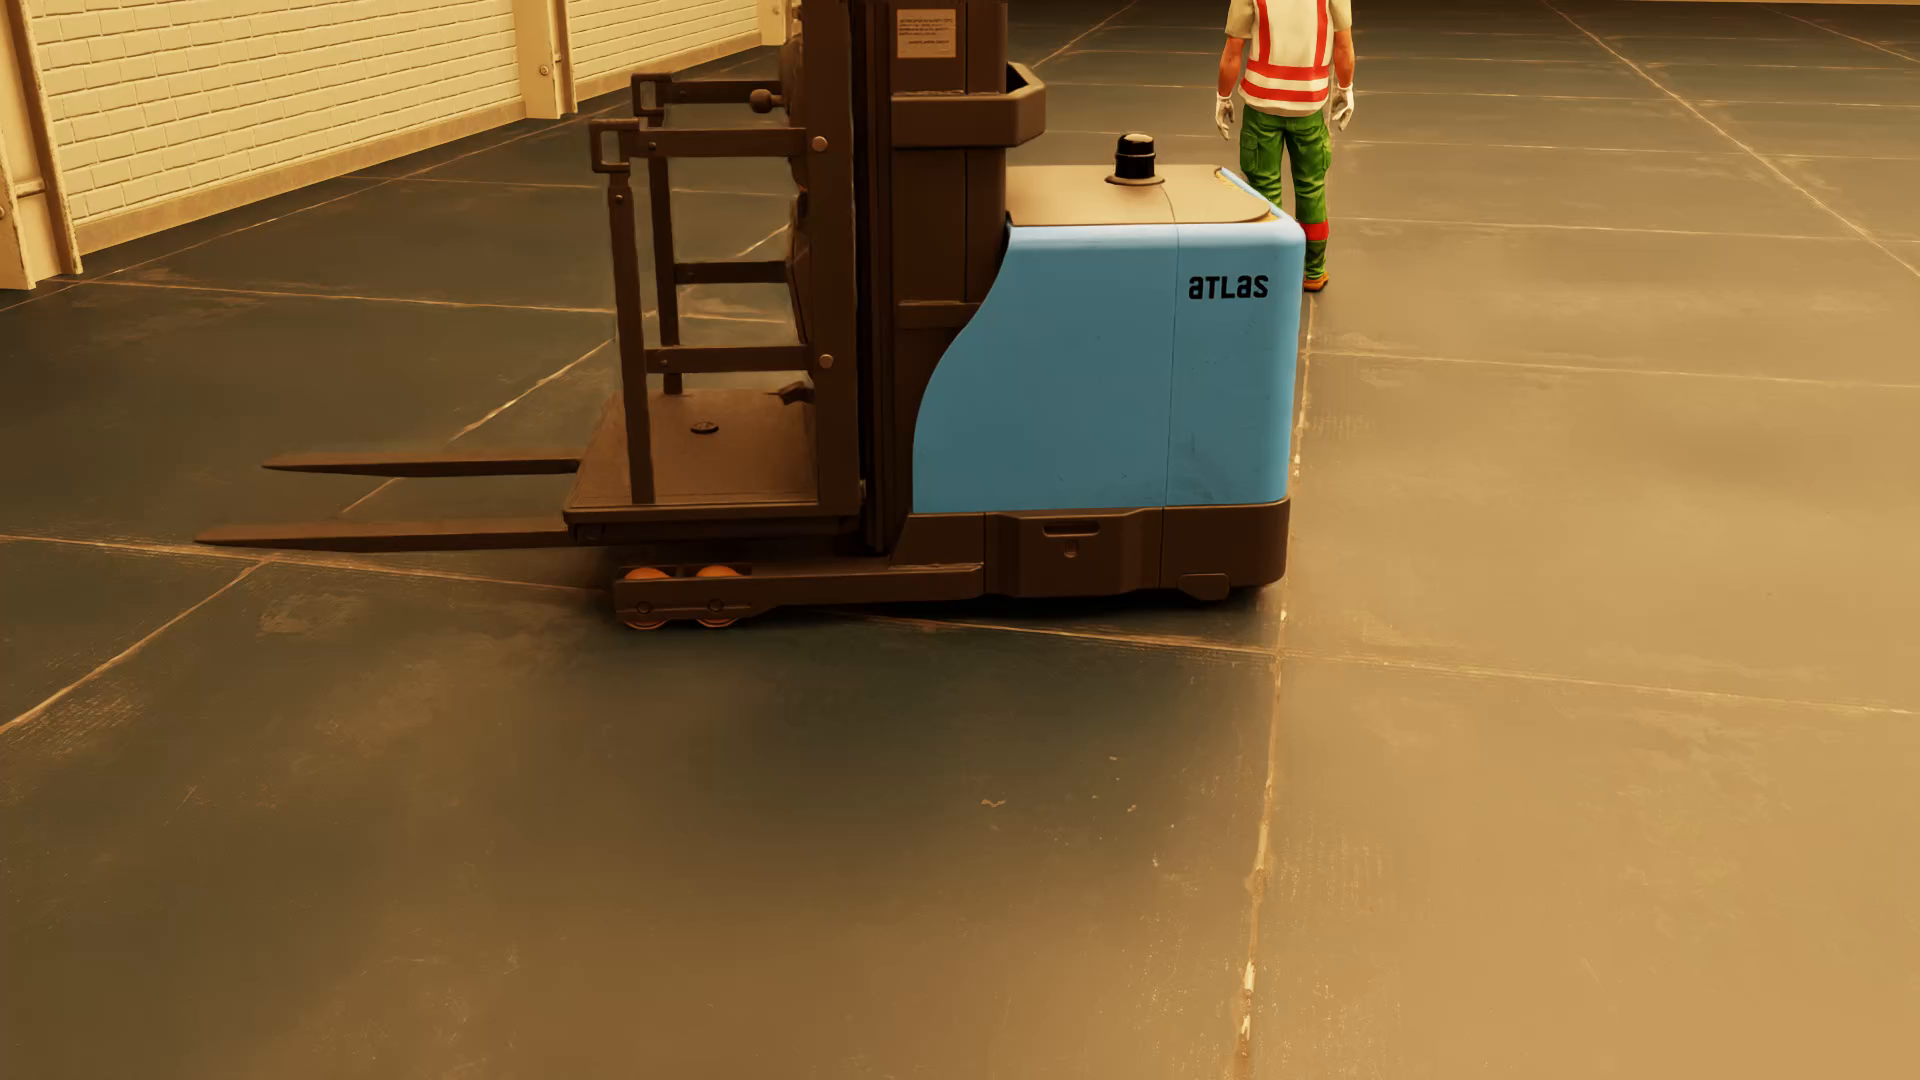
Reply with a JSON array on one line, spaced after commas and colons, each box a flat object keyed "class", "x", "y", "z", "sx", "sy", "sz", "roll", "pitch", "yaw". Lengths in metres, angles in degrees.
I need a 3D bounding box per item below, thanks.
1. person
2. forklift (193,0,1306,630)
[{"class": "person", "x": 1.517, "y": -2.052, "z": 7.793, "sx": 0.637, "sy": 1.787, "sz": 0.564, "roll": 1, "pitch": 22, "yaw": 4}, {"class": "forklift", "x": -0.620, "y": -1.319, "z": 4.501, "sx": 3.031, "sy": 2.935, "sz": 1.130, "roll": -2, "pitch": 22, "yaw": -4}]
